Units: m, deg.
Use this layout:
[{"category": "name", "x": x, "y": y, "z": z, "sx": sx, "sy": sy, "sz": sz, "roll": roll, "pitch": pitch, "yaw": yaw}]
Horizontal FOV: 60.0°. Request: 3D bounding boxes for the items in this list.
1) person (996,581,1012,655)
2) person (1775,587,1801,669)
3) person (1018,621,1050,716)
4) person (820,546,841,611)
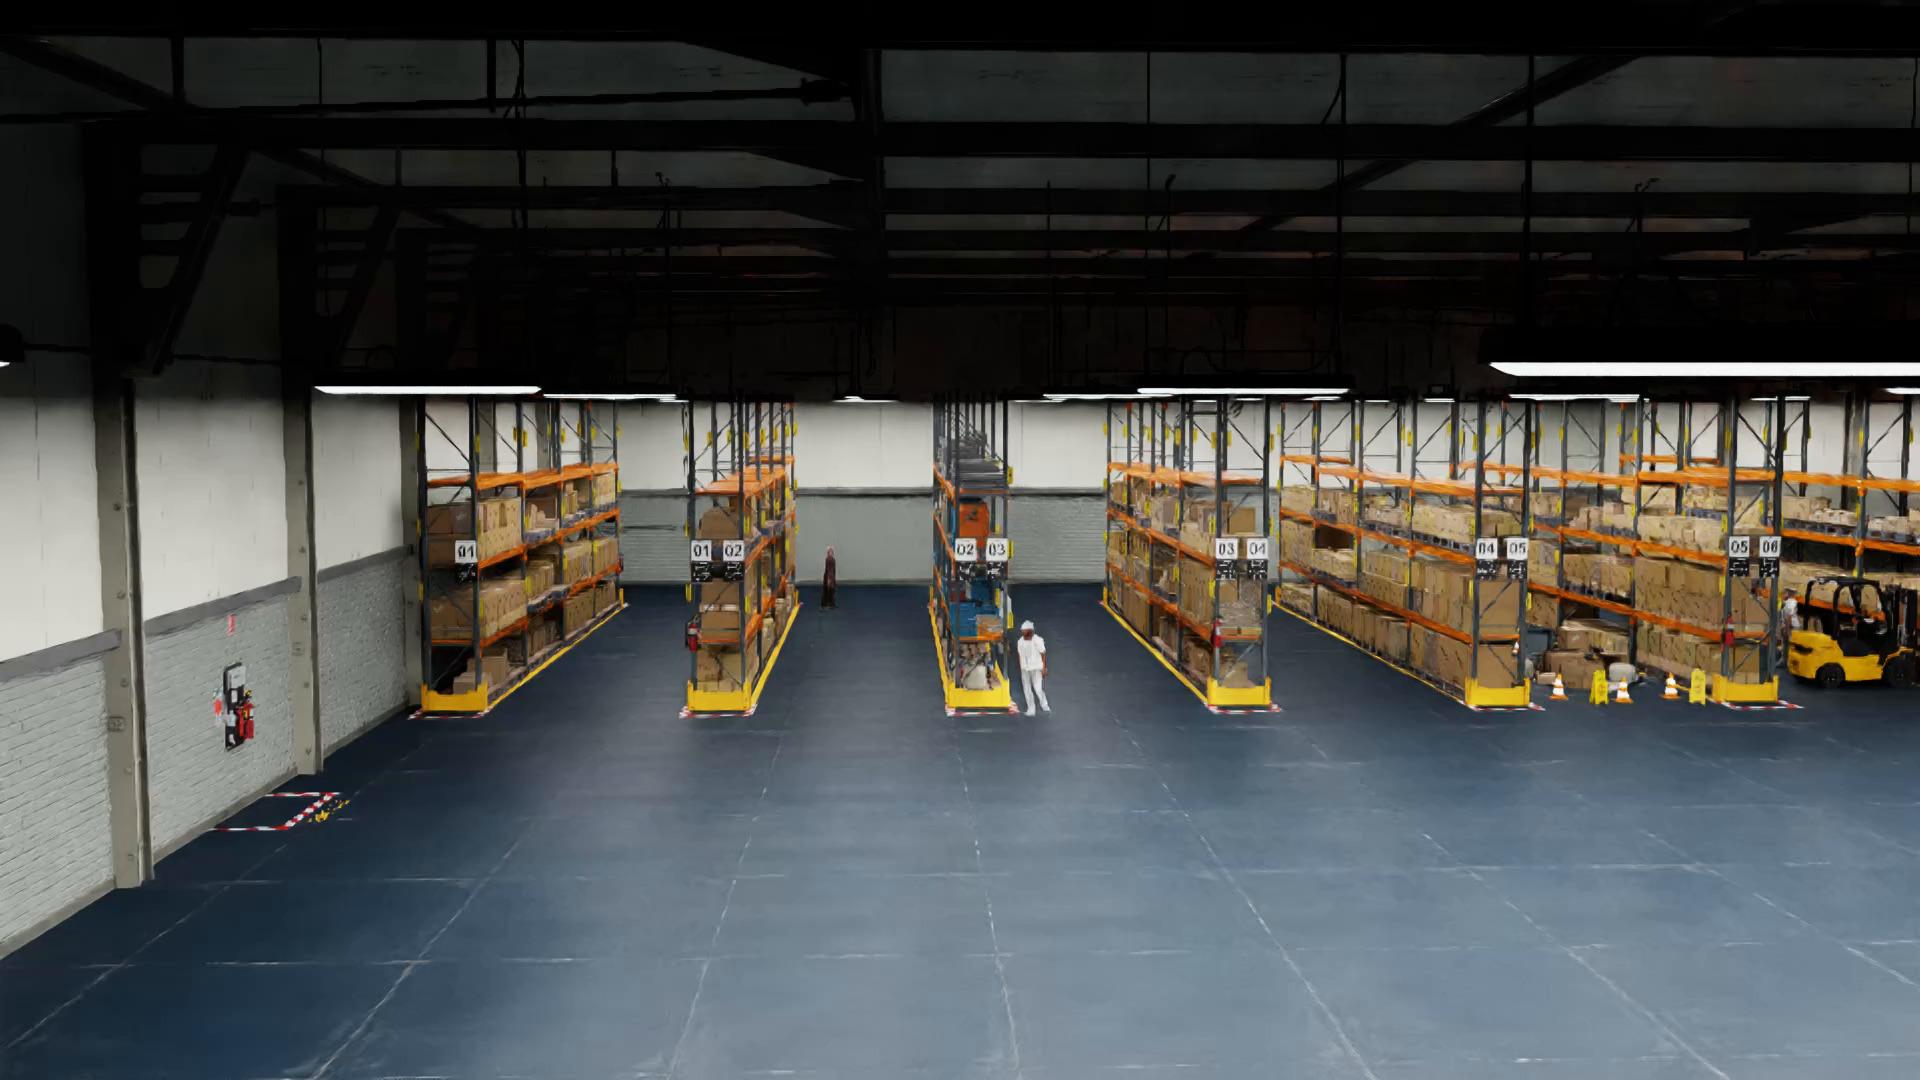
[{"category": "person", "x": 0.988, "y": 1.767, "z": 38.149, "sx": 0.393, "sy": 1.674, "sz": 0.635, "roll": -1, "pitch": 5, "yaw": -10}, {"category": "person", "x": 17.936, "y": 1.897, "z": 36.050, "sx": 0.586, "sy": 1.747, "sz": 0.653, "roll": 2, "pitch": 5, "yaw": 26}, {"category": "person", "x": 1.351, "y": 2.355, "z": 30.637, "sx": 0.613, "sy": 1.756, "sz": 0.577, "roll": 3, "pitch": 6, "yaw": 34}, {"category": "person", "x": -3.604, "y": 1.061, "z": 46.149, "sx": 0.530, "sy": 1.779, "sz": 0.677, "roll": 0, "pitch": 5, "yaw": 4}]
